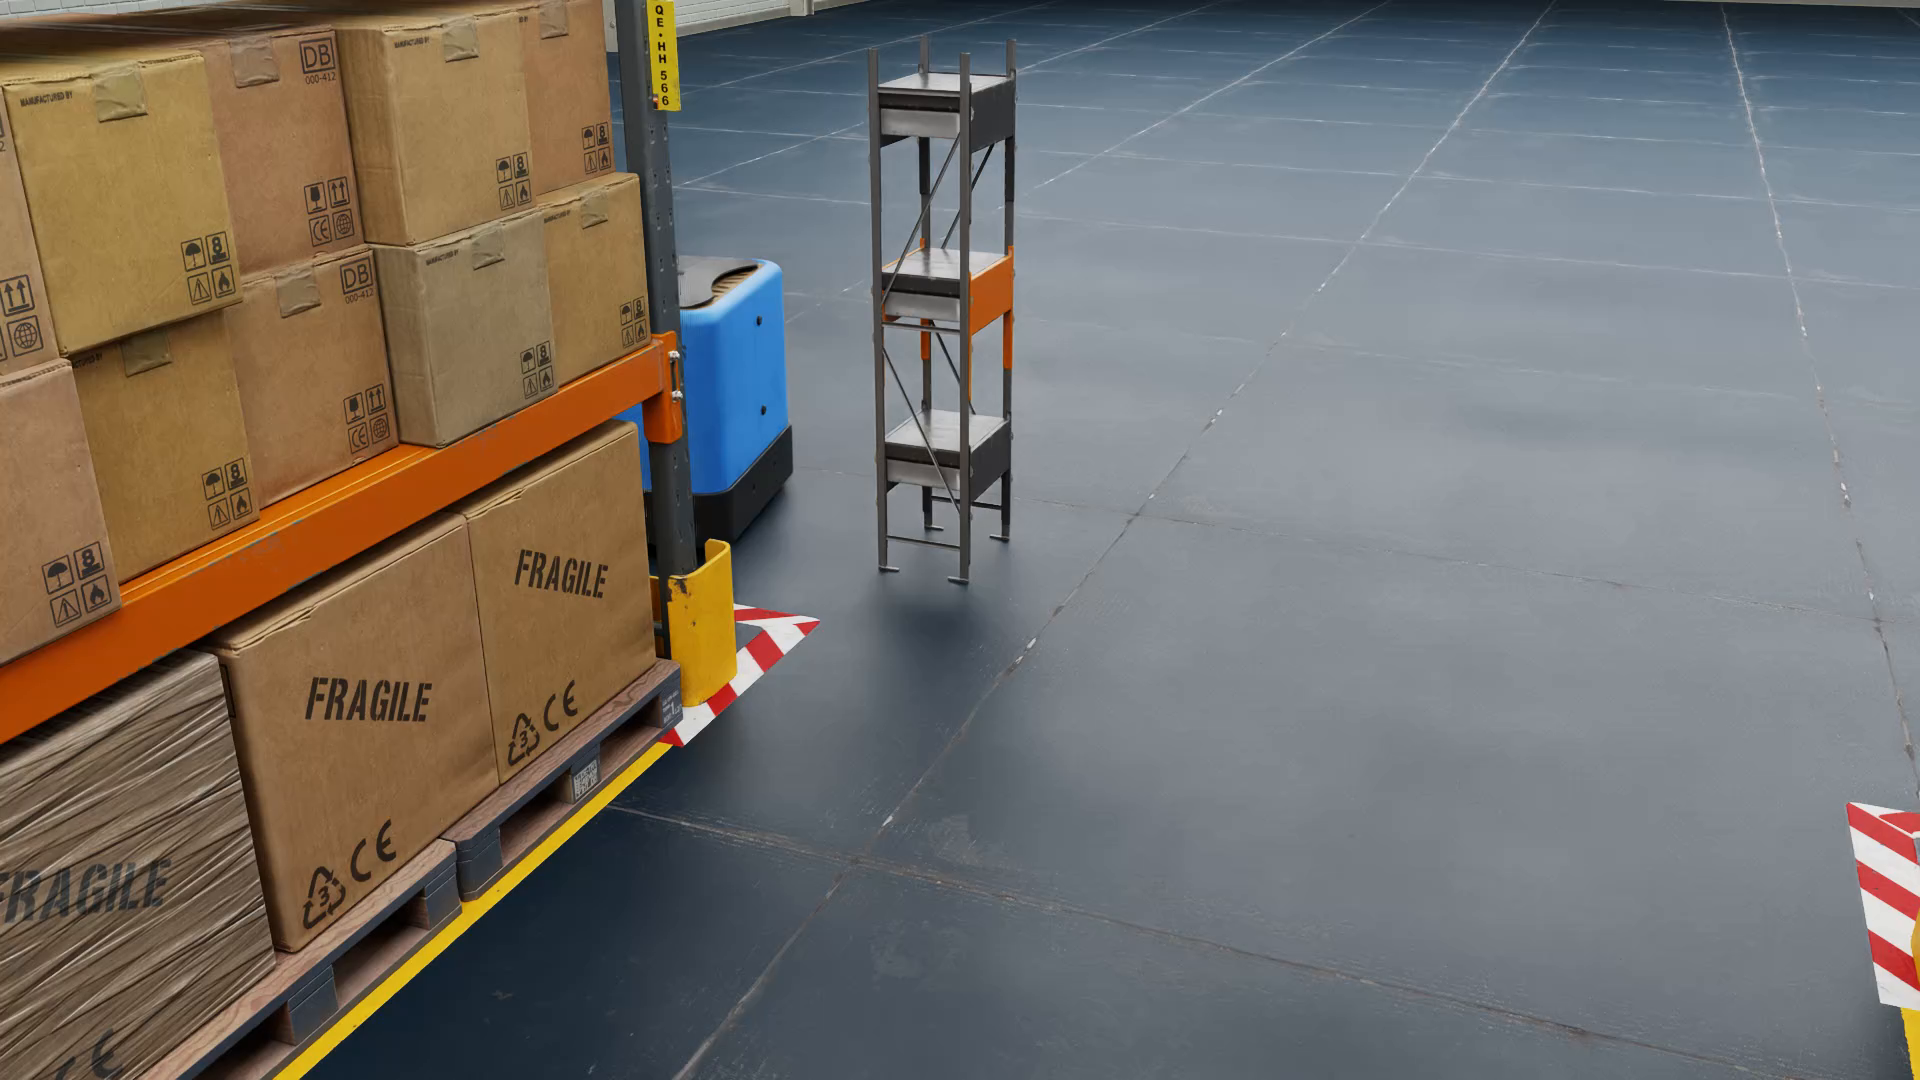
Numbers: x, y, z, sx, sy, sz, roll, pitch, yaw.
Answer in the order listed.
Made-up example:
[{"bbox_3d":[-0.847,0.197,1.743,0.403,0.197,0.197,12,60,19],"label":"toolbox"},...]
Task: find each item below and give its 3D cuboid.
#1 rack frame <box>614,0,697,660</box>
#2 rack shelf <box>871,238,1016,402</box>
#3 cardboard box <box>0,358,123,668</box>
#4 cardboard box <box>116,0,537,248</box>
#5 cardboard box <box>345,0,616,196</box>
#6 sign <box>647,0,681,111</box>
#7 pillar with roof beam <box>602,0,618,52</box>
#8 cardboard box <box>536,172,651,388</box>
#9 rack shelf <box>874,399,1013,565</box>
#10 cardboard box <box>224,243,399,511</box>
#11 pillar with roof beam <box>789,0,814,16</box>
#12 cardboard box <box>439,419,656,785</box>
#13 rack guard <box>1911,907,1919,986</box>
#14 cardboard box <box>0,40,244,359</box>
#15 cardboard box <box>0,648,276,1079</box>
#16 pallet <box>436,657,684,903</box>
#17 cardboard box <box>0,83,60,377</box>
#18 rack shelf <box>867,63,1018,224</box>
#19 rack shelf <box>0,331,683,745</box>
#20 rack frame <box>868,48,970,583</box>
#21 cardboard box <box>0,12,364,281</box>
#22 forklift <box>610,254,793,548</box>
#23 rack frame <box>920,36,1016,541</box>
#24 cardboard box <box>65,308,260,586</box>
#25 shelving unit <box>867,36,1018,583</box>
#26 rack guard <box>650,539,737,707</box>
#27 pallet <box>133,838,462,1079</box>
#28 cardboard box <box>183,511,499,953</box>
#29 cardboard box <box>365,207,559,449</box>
[{"bbox_3d":[-1.411,-0.925,5.572,1.000,3.000,0.127,9,24,20],"label":"rack frame"},{"bbox_3d":[-0.062,-0.897,6.709,0.431,0.518,0.480,9,24,20],"label":"rack shelf"},{"bbox_3d":[-2.278,-0.073,3.338,0.875,0.550,0.550,9,24,20],"label":"cardboard box"},{"bbox_3d":[-1.703,-1.155,4.528,0.875,0.550,0.550,9,24,20],"label":"cardboard box"},{"bbox_3d":[-1.585,-1.365,5.030,0.875,0.550,0.550,9,24,20],"label":"cardboard box"},{"bbox_3d":[-0.912,-1.486,5.105,0.100,0.325,0.005,9,24,20],"label":"sign"},{"bbox_3d":[-1.067,-10.780,21.382,9.100,9.000,0.400,9,24,20],"label":"pillar with roof beam"},{"bbox_3d":[-1.507,-0.855,5.210,0.875,0.550,0.550,9,24,20],"label":"cardboard box"},{"bbox_3d":[-0.061,-0.251,6.979,0.431,0.518,0.480,9,24,20],"label":"rack shelf"},{"bbox_3d":[-2.015,-0.472,4.294,0.875,0.550,0.550,9,24,20],"label":"cardboard box"},{"bbox_3d":[1.162,-12.927,26.522,9.100,9.000,0.400,9,24,20],"label":"pillar with roof beam"},{"bbox_3d":[-1.601,0.114,5.297,0.875,0.875,0.875,9,24,20],"label":"cardboard box"},{"bbox_3d":[3.129,1.002,4.202,1.175,0.500,0.348,9,24,20],"label":"rack guard"},{"bbox_3d":[-2.114,-0.766,3.596,0.875,0.550,0.500,9,24,20],"label":"cardboard box"},{"bbox_3d":[-2.267,0.755,3.762,0.875,0.875,0.875,9,24,20],"label":"cardboard box"},{"bbox_3d":[-1.635,0.659,5.398,1.003,0.211,1.213,9,24,20],"label":"pallet"},{"bbox_3d":[-2.303,-0.575,3.139,0.875,0.550,0.550,9,24,20],"label":"cardboard box"},{"bbox_3d":[-0.062,-1.543,6.439,0.431,0.518,0.480,9,24,20],"label":"rack shelf"},{"bbox_3d":[-2.154,0.123,3.997,1.077,0.370,4.000,9,24,20],"label":"rack shelf"},{"bbox_3d":[-0.152,-0.822,6.494,0.400,2.100,0.015,9,24,20],"label":"rack frame"},{"bbox_3d":[-2.037,-0.974,4.094,0.875,0.550,0.550,9,24,20],"label":"cardboard box"},{"bbox_3d":[-2.355,-1.557,7.175,3.031,2.935,1.130,4,23,11],"label":"forklift"},{"bbox_3d":[0.029,-0.997,6.913,0.400,2.100,0.015,9,24,20],"label":"rack frame"},{"bbox_3d":[-2.174,-0.277,3.826,0.875,0.550,0.500,9,24,20],"label":"cardboard box"},{"bbox_3d":[-0.062,-0.910,6.703,0.431,2.100,0.503,9,24,20],"label":"shelving unit"},{"bbox_3d":[-1.402,0.220,6.074,1.175,0.500,0.348,9,24,20],"label":"rack guard"},{"bbox_3d":[-2.090,1.094,4.356,1.003,0.211,1.213,9,24,20],"label":"pallet"},{"bbox_3d":[-1.926,0.429,4.542,0.875,0.875,0.875,8,24,19],"label":"cardboard box"},{"bbox_3d":[-1.691,-0.655,4.731,0.875,0.550,0.550,9,24,20],"label":"cardboard box"}]
